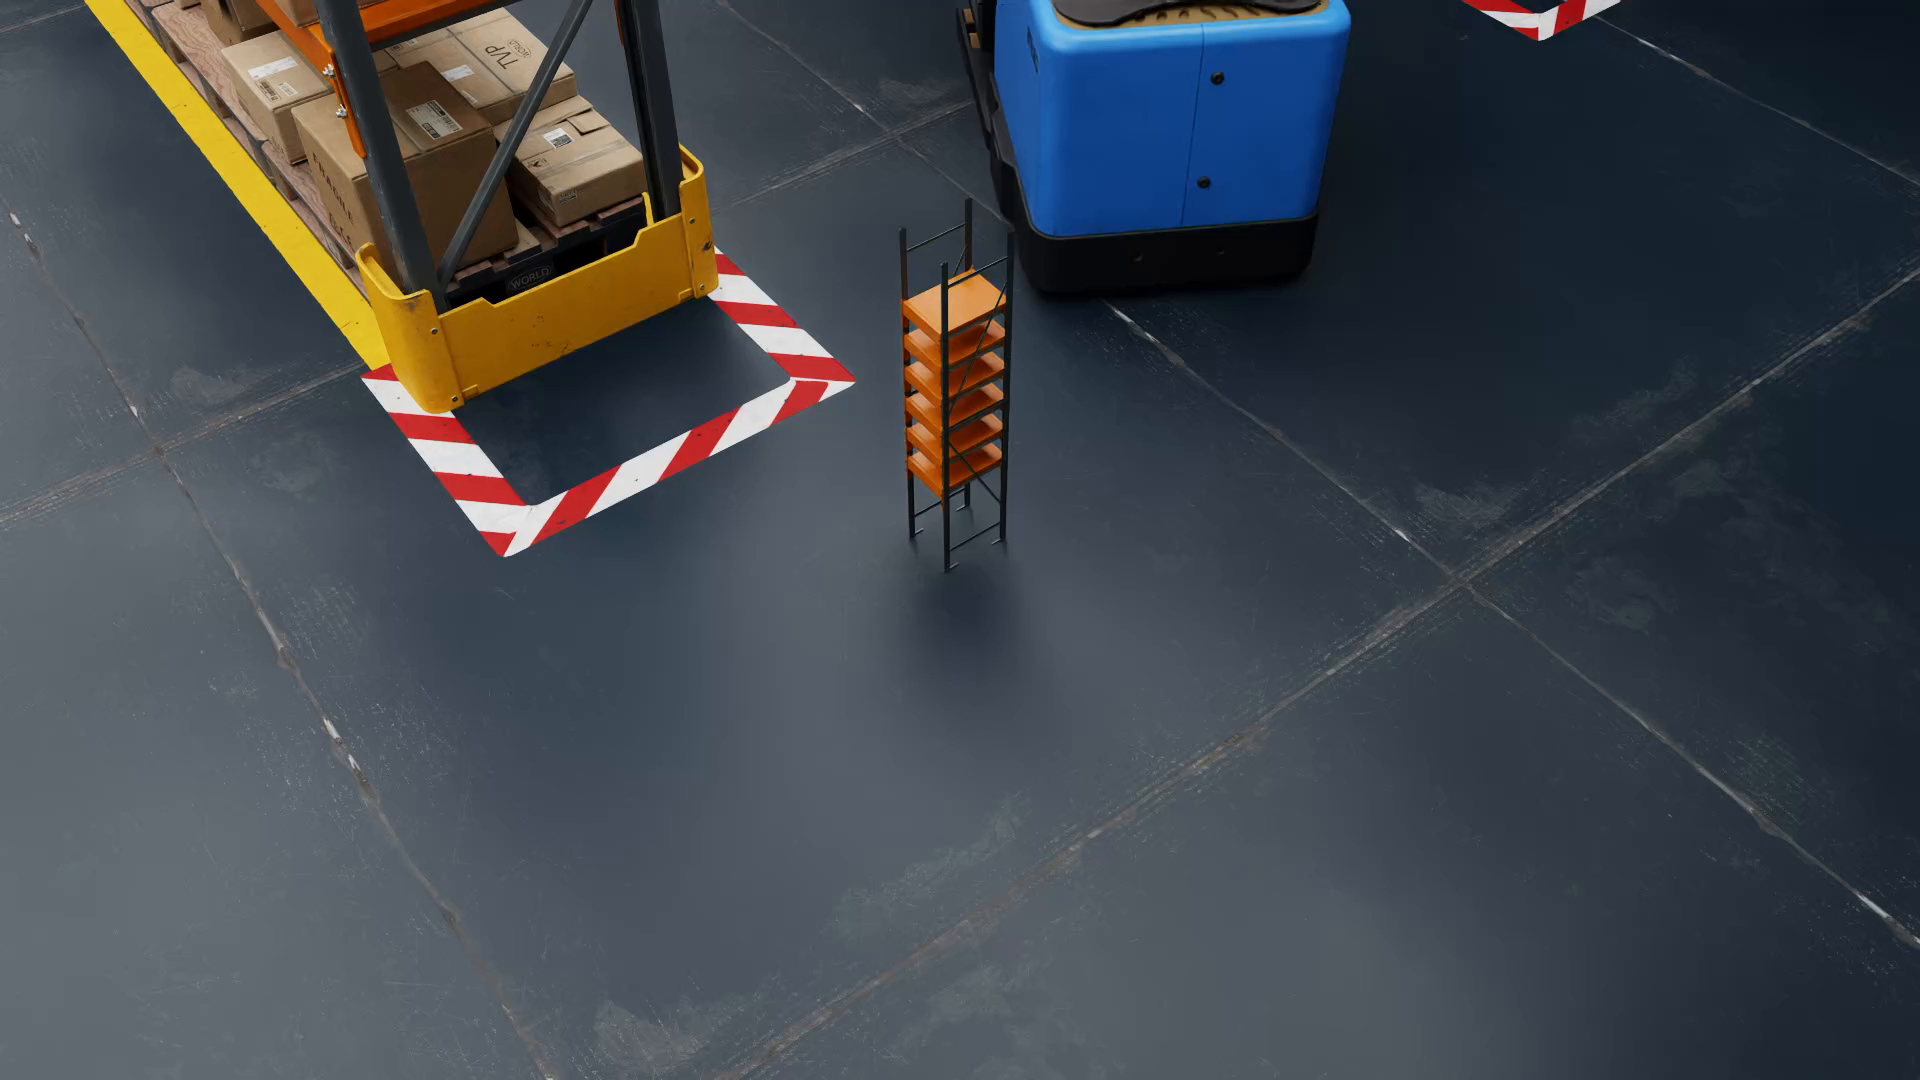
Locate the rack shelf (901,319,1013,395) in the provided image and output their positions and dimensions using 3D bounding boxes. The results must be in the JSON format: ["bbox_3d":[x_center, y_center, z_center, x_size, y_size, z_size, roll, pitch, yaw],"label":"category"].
[{"bbox_3d":[-0.009,-0.543,4.668,0.258,0.103,0.180,-29,54,-24],"label":"rack shelf"}]

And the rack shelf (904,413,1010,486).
[{"bbox_3d":[-0.009,-0.301,4.935,0.258,0.103,0.180,-29,54,-24],"label":"rack shelf"}]

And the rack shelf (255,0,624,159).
[{"bbox_3d":[-2.593,-2.671,6.132,1.077,0.370,4.000,-29,54,-24],"label":"rack shelf"}]

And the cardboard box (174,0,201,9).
[{"bbox_3d":[-3.190,-2.438,7.051,0.380,0.166,0.250,-29,54,-24],"label":"cardboard box"}]

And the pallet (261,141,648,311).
[{"bbox_3d":[-1.911,-1.311,6.296,1.003,0.211,1.213,-29,54,-24],"label":"pallet"}]

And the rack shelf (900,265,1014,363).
[{"bbox_3d":[-0.009,-0.623,4.579,0.258,0.103,0.180,-29,54,-24],"label":"rack shelf"}]

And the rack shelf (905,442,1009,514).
[{"bbox_3d":[-0.009,-0.220,5.024,0.258,0.103,0.180,-29,54,-24],"label":"rack shelf"}]

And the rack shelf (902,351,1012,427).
[{"bbox_3d":[-0.009,-0.462,4.757,0.258,0.103,0.180,-29,54,-24],"label":"rack shelf"}]

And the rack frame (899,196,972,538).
[{"bbox_3d":[-0.064,-0.465,4.862,0.240,1.200,0.006,-29,54,-24],"label":"rack frame"}]

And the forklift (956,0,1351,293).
[{"bbox_3d":[0.582,-2.972,5.966,1.130,2.935,3.031,-5,48,-5],"label":"forklift"}]

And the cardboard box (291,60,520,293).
[{"bbox_3d":[-1.907,-1.252,5.750,0.500,0.500,0.500,-29,54,-24],"label":"cardboard box"}]

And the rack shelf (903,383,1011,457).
[{"bbox_3d":[-0.009,-0.382,4.846,0.258,0.103,0.180,-29,54,-24],"label":"rack shelf"}]

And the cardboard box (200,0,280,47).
[{"bbox_3d":[-2.662,-2.296,6.695,0.797,0.503,0.637,-29,54,-24],"label":"cardboard box"}]

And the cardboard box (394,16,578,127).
[{"bbox_3d":[-1.788,-1.700,6.326,0.500,0.250,0.500,-29,54,-24],"label":"cardboard box"}]

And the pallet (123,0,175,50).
[{"bbox_3d":[-3.389,-2.750,7.601,1.003,0.211,1.213,-29,54,-24],"label":"pallet"}]

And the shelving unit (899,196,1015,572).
[{"bbox_3d":[-0.009,-0.412,4.813,0.258,1.200,0.189,-29,54,-24],"label":"shelving unit"}]

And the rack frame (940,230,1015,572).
[{"bbox_3d":[0.047,-0.358,4.764,0.240,1.200,0.006,-29,54,-24],"label":"rack frame"}]

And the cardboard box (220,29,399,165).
[{"bbox_3d":[-2.458,-1.741,6.363,0.500,0.250,0.500,-29,54,-24],"label":"cardboard box"}]

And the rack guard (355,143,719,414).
[{"bbox_3d":[-1.428,-0.939,5.763,1.175,0.500,0.348,-29,54,-24],"label":"rack guard"}]

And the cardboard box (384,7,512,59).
[{"bbox_3d":[-2.091,-1.995,6.593,0.500,0.250,0.500,-29,54,-24],"label":"cardboard box"}]

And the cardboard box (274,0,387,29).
[{"bbox_3d":[-1.869,-1.909,4.888,0.500,0.500,0.500,-28,54,-23],"label":"cardboard box"}]

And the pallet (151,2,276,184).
[{"bbox_3d":[-2.646,-2.030,6.948,1.003,0.211,1.213,-29,54,-24],"label":"pallet"}]

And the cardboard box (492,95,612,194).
[{"bbox_3d":[-1.513,-1.478,6.181,0.380,0.166,0.250,-29,54,-24],"label":"cardboard box"}]

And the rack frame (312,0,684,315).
[{"bbox_3d":[-1.382,-1.733,4.797,1.000,3.000,0.127,-29,54,-24],"label":"rack frame"}]

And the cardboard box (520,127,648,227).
[{"bbox_3d":[-1.362,-1.325,6.054,0.380,0.149,0.250,-29,54,-24],"label":"cardboard box"}]
